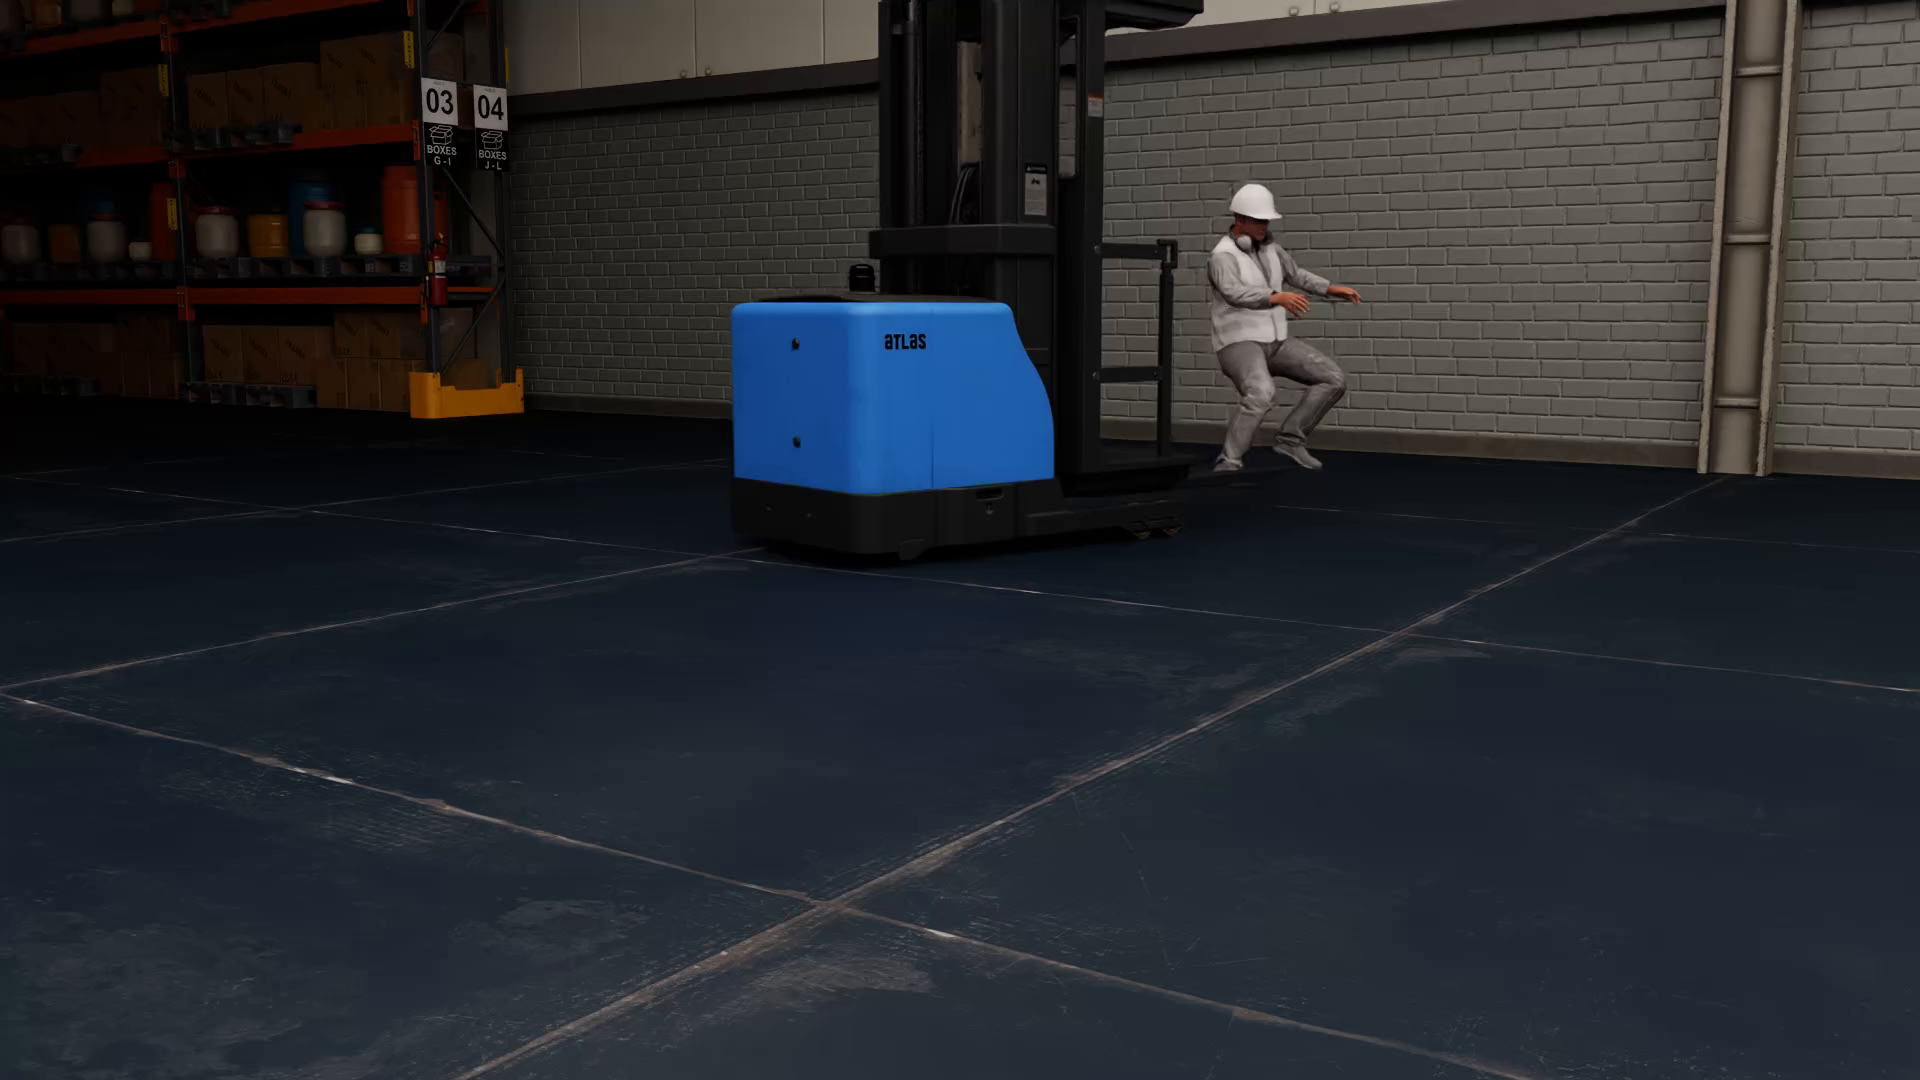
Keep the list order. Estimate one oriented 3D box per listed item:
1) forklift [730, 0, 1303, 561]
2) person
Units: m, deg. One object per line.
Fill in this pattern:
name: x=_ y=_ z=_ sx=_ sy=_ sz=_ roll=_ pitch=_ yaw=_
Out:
forklift: x=0.428 y=-1.510 z=7.812 sx=3.031 sy=2.935 sz=1.130 roll=-7 pitch=11 yaw=-40
person: x=1.686 y=-1.102 z=8.883 sx=0.934 sy=1.581 sz=0.772 roll=-7 pitch=11 yaw=-41
